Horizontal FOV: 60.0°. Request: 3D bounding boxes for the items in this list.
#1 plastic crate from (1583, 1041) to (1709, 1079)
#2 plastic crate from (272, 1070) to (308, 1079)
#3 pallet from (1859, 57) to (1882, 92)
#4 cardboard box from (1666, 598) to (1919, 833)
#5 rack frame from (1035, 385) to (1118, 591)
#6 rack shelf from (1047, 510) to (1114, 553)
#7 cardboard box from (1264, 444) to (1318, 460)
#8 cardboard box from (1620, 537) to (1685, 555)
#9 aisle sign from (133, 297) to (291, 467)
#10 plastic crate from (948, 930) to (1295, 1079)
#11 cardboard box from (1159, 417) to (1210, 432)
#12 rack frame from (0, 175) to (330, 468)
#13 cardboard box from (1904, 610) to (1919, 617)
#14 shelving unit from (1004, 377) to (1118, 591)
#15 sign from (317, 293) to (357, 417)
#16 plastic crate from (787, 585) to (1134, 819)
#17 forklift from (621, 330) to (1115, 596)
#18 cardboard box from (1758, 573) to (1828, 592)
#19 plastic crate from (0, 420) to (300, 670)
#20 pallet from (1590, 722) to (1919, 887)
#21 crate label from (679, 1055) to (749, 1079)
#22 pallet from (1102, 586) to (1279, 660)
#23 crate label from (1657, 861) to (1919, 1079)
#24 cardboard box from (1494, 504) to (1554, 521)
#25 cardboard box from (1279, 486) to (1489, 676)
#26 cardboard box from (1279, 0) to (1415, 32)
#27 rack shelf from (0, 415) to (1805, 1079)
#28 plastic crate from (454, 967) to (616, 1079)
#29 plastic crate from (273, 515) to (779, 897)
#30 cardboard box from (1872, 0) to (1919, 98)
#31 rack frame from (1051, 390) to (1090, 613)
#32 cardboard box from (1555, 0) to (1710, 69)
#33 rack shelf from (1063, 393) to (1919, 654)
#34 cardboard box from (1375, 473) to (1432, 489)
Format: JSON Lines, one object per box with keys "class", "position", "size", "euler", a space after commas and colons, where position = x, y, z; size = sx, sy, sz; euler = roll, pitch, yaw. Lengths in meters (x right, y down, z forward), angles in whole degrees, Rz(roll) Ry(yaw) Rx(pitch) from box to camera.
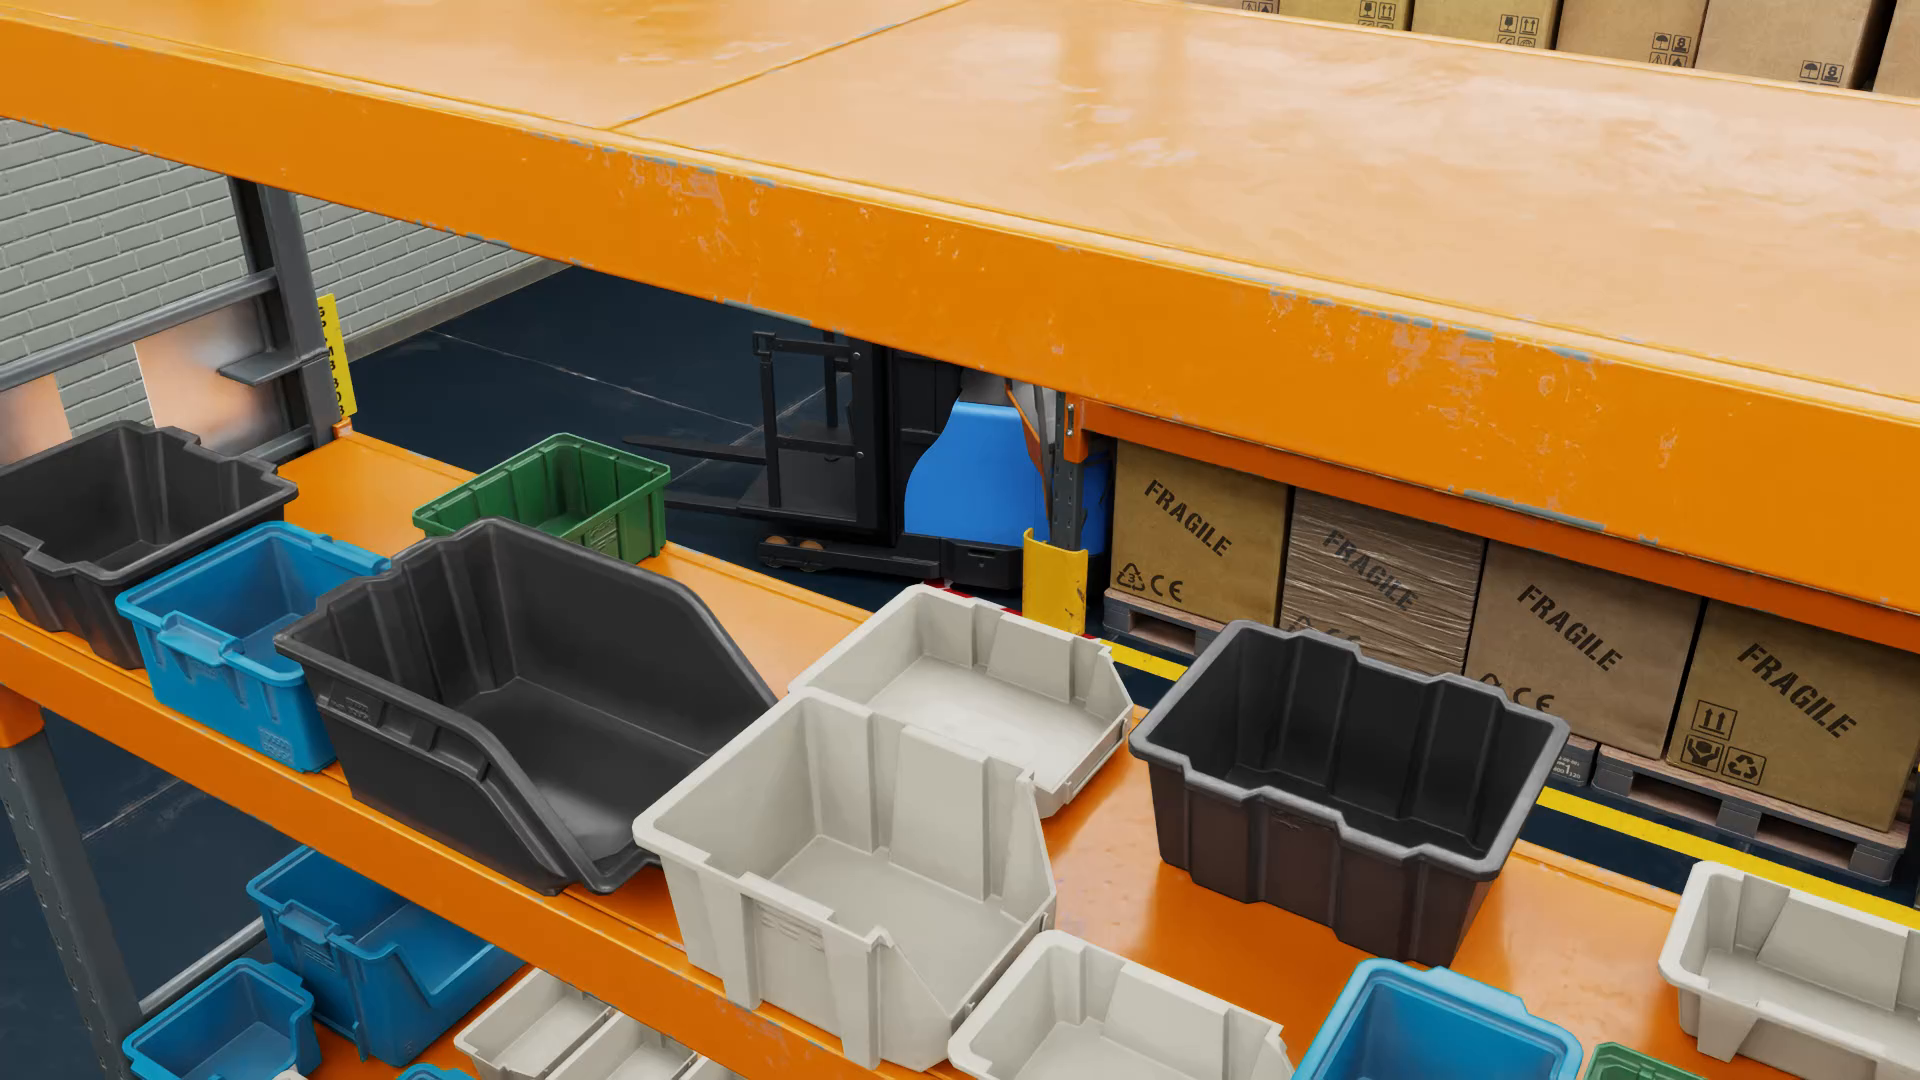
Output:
{"class": "plastic crate", "position": [1.006, 0.921, 1.928], "size": [0.662, 0.188, 0.450], "euler": [18, 35, 27]}
{"class": "plastic crate", "position": [-1.601, 1.454, 3.983], "size": [0.298, 0.136, 0.250], "euler": [18, 35, 27]}
{"class": "pallet", "position": [3.471, -1.485, 5.930], "size": [1.213, 0.211, 1.003], "euler": [18, 35, 27]}
{"class": "cardboard box", "position": [3.642, 0.521, 7.072], "size": [0.875, 0.875, 0.875], "euler": [18, 35, 27]}
{"class": "rack frame", "position": [0.601, -0.356, 8.162], "size": [0.400, 2.100, 0.015], "euler": [-18, 44, -10]}
{"class": "rack shelf", "position": [0.600, 0.002, 8.826], "size": [0.431, 0.518, 0.480], "euler": [-18, 44, -10]}
{"class": "cardboard box", "position": [1.552, -0.525, 7.423], "size": [0.250, 0.149, 0.380], "euler": [17, 34, 27]}
{"class": "cardboard box", "position": [2.854, -0.113, 6.716], "size": [0.250, 0.149, 0.380], "euler": [18, 35, 28]}
{"class": "aisle sign", "position": [-1.768, -0.229, 4.086], "size": [0.004, 0.787, 0.394], "euler": [18, 35, 27]}
{"class": "plastic crate", "position": [0.246, 0.750, 2.273], "size": [0.466, 0.136, 0.293], "euler": [18, 35, 27]}
{"class": "cardboard box", "position": [1.114, -0.663, 7.659], "size": [0.250, 0.149, 0.380], "euler": [17, 34, 27]}
{"class": "rack frame", "position": [-1.863, -1.553, 2.982], "size": [0.127, 3.000, 1.000], "euler": [18, 35, 27]}
{"class": "cardboard box", "position": [3.726, 0.163, 6.244], "size": [0.250, 0.149, 0.380], "euler": [18, 35, 28]}
{"class": "shelving unit", "position": [0.521, -0.509, 8.334], "size": [0.431, 2.100, 0.503], "euler": [-18, 44, -10]}
{"class": "sign", "position": [-1.584, -0.451, 4.174], "size": [0.005, 0.325, 0.100], "euler": [18, 35, 27]}
{"class": "plastic crate", "position": [0.019, 0.304, 3.037], "size": [0.530, 0.136, 0.437], "euler": [18, 35, 27]}
{"class": "forklift", "position": [-0.604, -1.343, 8.643], "size": [3.031, 2.935, 1.130], "euler": [7, 31, 12]}
{"class": "cardboard box", "position": [3.291, 0.025, 6.480], "size": [0.250, 0.149, 0.380], "euler": [17, 34, 27]}
{"class": "plastic crate", "position": [-1.685, 0.021, 3.390], "size": [0.590, 0.269, 0.497], "euler": [18, 35, 27]}
{"class": "pallet", "position": [3.556, 0.963, 7.389], "size": [1.213, 0.211, 1.003], "euler": [18, 35, 27]}
{"class": "crate label", "position": [-0.589, 1.415, 4.049], "size": [0.243, 0.136, 0.396], "euler": [18, 35, 27]}
{"class": "pallet", "position": [1.489, 0.310, 8.510], "size": [1.213, 0.211, 1.003], "euler": [18, 35, 27]}
{"class": "crate label", "position": [1.264, 0.674, 2.404], "size": [0.466, 0.136, 0.293], "euler": [18, 35, 27]}
{"class": "cardboard box", "position": [2.422, -0.250, 6.952], "size": [0.250, 0.149, 0.380], "euler": [18, 35, 28]}
{"class": "cardboard box", "position": [2.126, 0.042, 7.894], "size": [0.875, 0.875, 0.875], "euler": [18, 35, 27]}
{"class": "cardboard box", "position": [1.652, -2.320, 6.659], "size": [0.500, 0.500, 0.700], "euler": [16, 34, 26]}
{"class": "rack shelf", "position": [-0.169, 0.589, 3.001], "size": [4.000, 0.370, 1.077], "euler": [18, 35, 27]}
{"class": "plastic crate", "position": [-1.076, 1.267, 4.303], "size": [0.243, 0.136, 0.396], "euler": [18, 35, 27]}
{"class": "plastic crate", "position": [-0.715, 0.296, 2.851], "size": [0.767, 0.338, 0.504], "euler": [18, 35, 27]}
{"class": "cardboard box", "position": [3.464, -1.752, 5.684], "size": [0.500, 0.500, 0.700], "euler": [15, 34, 25]}
{"class": "rack frame", "position": [0.770, -1.076, 8.117], "size": [0.127, 3.000, 1.000], "euler": [18, 35, 27]}
{"class": "cardboard box", "position": [2.643, -2.098, 6.278], "size": [0.500, 0.500, 0.700], "euler": [19, 35, 29]}
{"class": "rack shelf", "position": [2.464, -0.229, 7.380], "size": [4.000, 0.370, 1.077], "euler": [18, 35, 27]}
{"class": "cardboard box", "position": [1.986, -0.388, 7.187], "size": [0.250, 0.149, 0.380], "euler": [17, 34, 27]}
